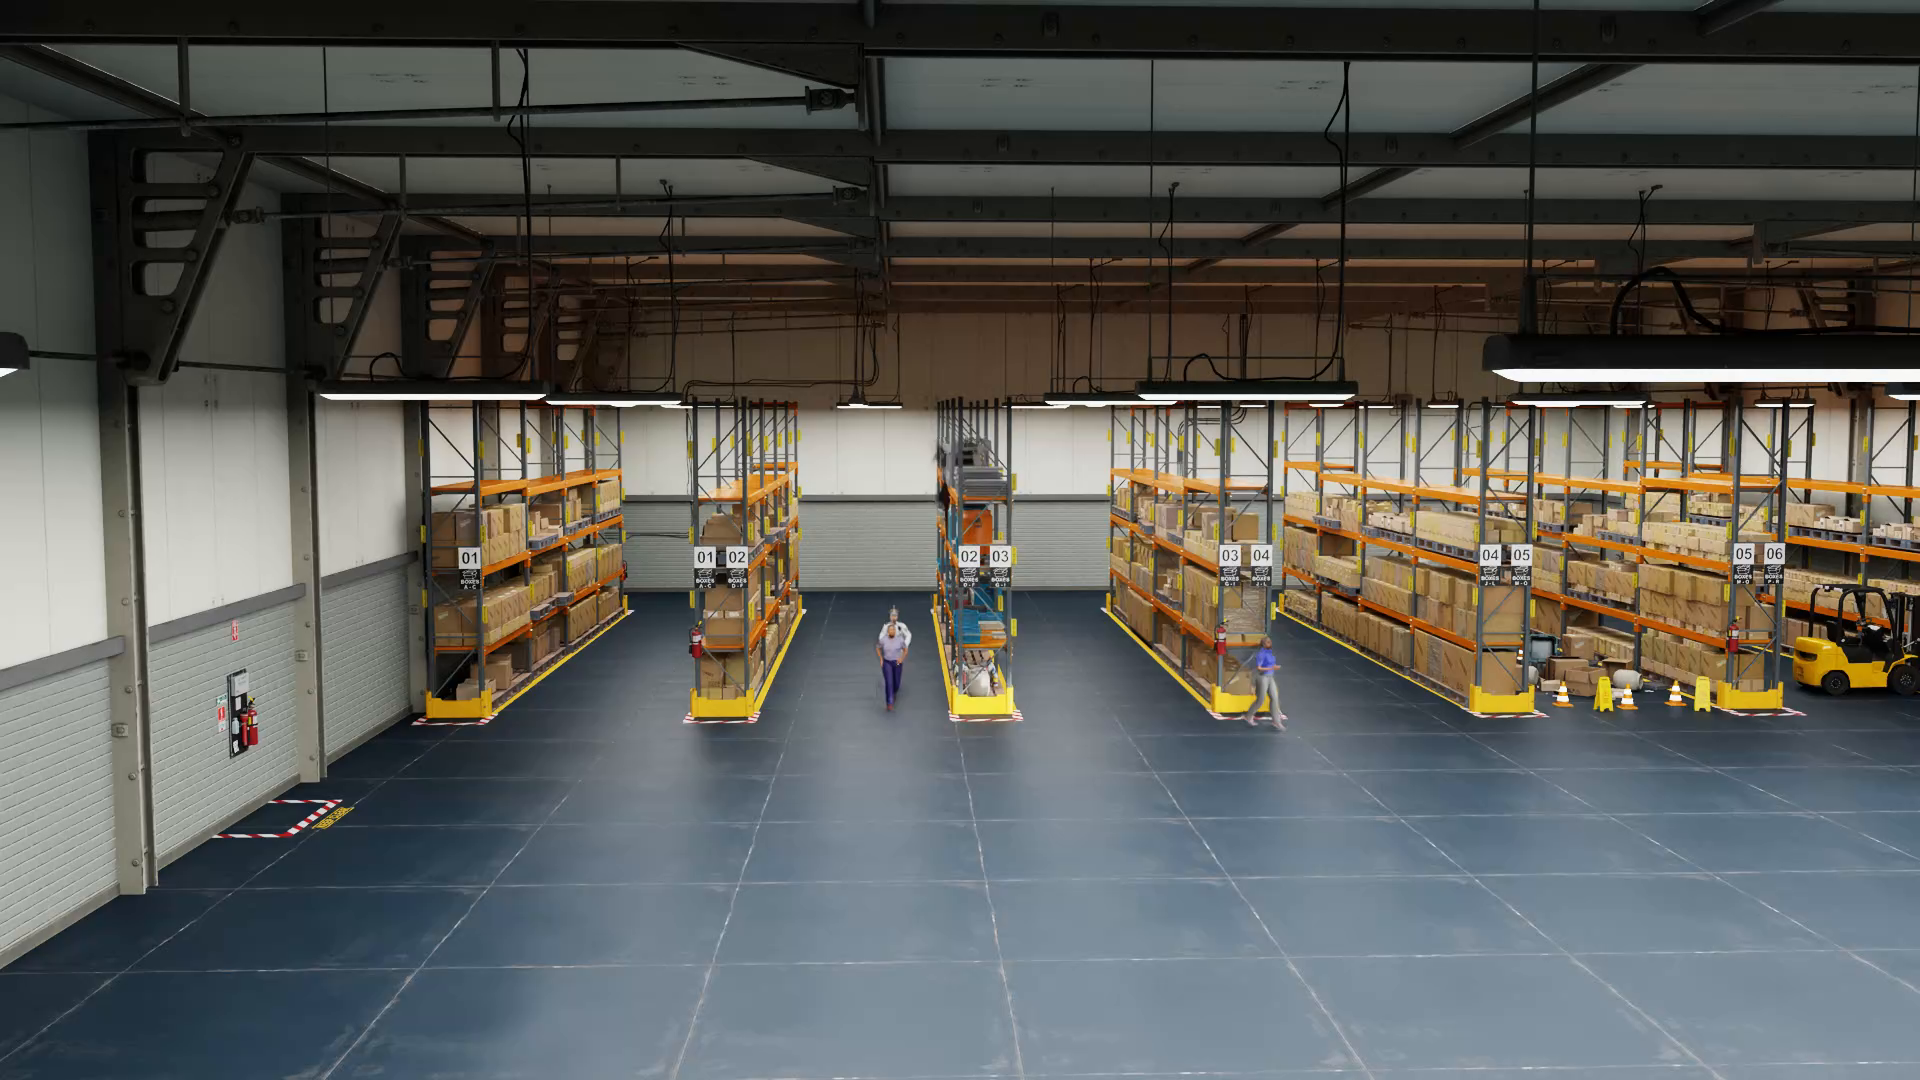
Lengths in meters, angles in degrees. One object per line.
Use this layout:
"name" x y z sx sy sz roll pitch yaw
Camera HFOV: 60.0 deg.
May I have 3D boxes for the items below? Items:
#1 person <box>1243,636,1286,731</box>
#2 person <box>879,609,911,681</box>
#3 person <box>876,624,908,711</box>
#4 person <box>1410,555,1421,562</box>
"person" 5.495 2.586 29.974 0.802 1.673 0.578 4 6 39
"person" -1.347 2.238 34.385 0.668 1.644 0.580 0 4 -2
"person" -1.317 2.442 32.149 0.608 1.648 0.731 -1 4 -9
"person" 13.503 1.068 49.277 0.620 1.708 0.696 0 4 6
